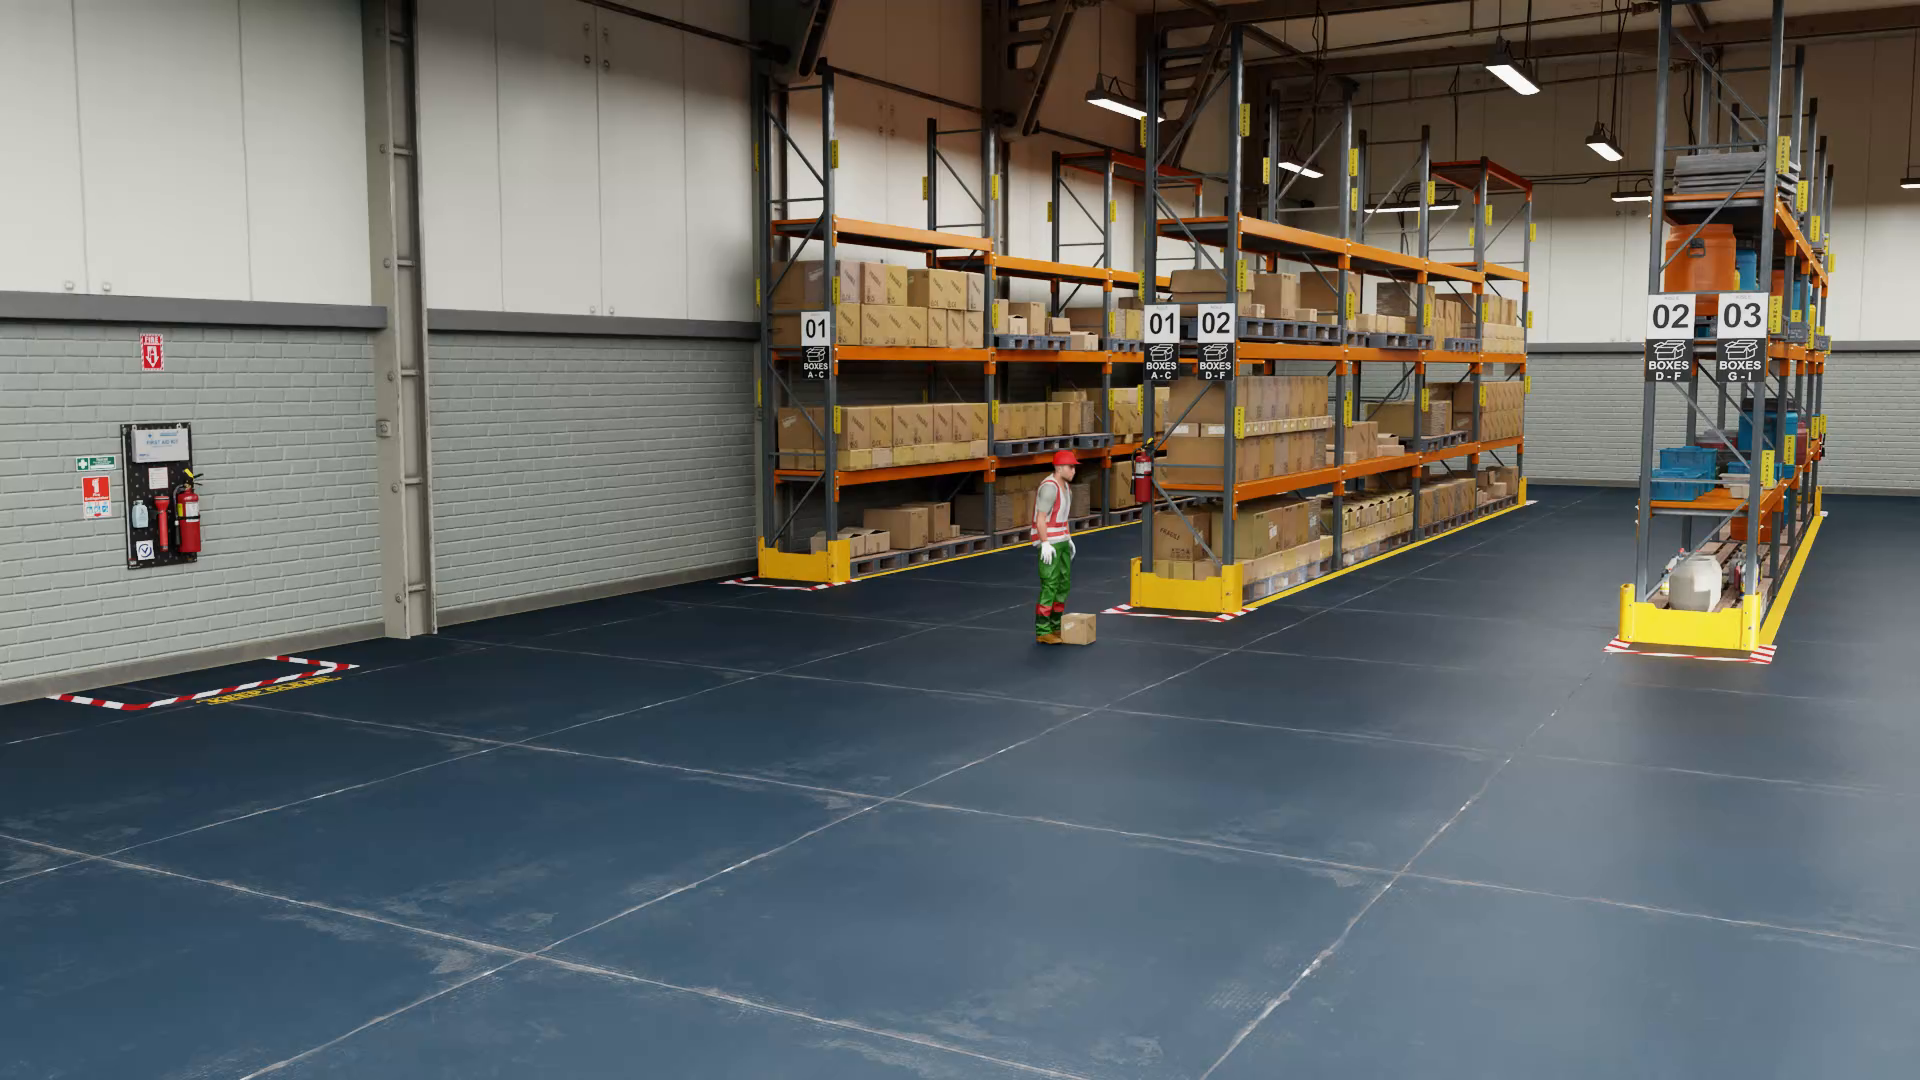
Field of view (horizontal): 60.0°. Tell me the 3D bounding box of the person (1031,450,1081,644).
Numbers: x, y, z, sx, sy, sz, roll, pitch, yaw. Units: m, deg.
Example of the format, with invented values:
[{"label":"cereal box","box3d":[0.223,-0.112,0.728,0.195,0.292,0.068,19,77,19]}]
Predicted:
[{"label":"person","box3d":[0.903,0.054,15.476,0.456,1.778,0.617,3,7,28]}]
